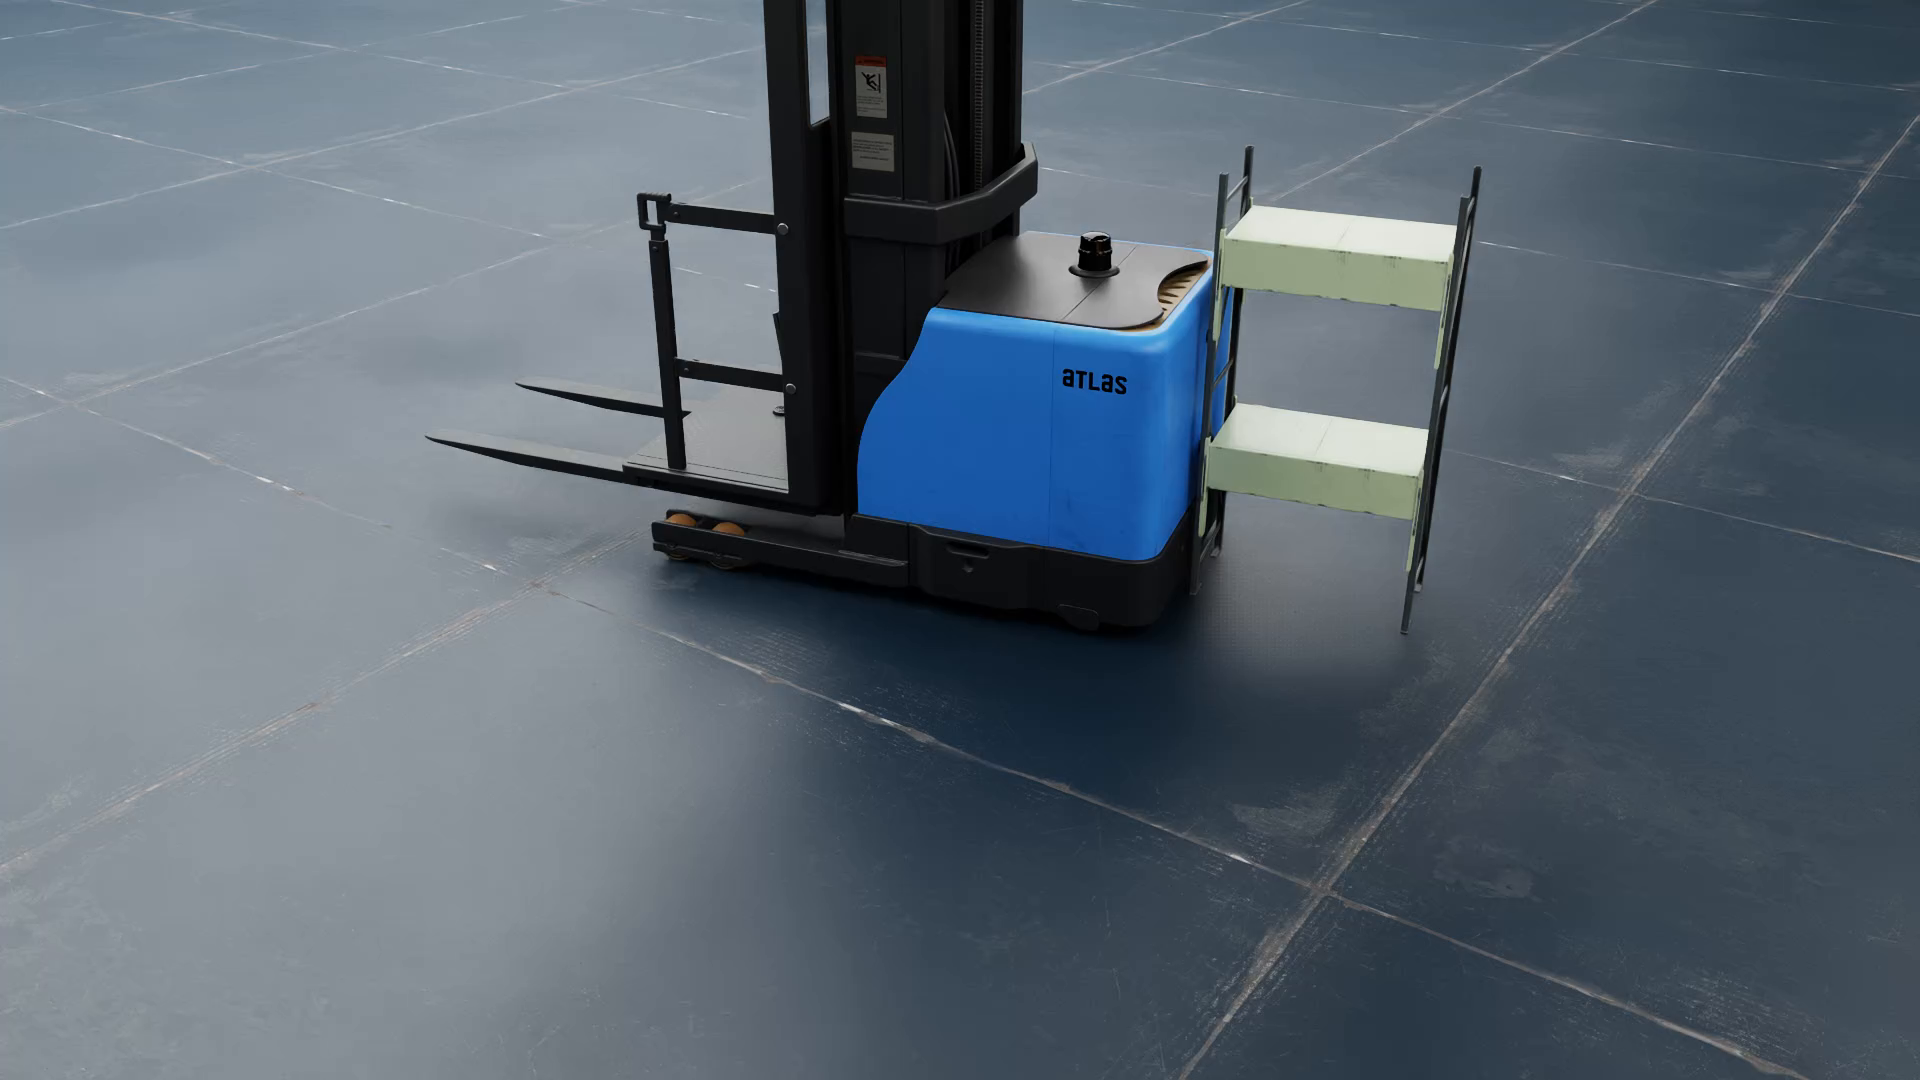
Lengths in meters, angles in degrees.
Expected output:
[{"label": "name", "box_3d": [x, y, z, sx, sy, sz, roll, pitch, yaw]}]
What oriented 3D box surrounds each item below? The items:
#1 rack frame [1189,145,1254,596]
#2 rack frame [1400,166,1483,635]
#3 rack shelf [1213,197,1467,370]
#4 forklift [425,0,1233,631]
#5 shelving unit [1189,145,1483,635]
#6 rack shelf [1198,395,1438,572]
[{"label": "rack frame", "box_3d": [0.892, -0.556, 5.689, 0.023, 1.500, 0.400, 10, 29, 19]}, {"label": "rack frame", "box_3d": [1.574, -0.435, 5.450, 0.023, 1.500, 0.400, 10, 29, 19]}, {"label": "rack shelf", "box_3d": [1.233, -0.843, 5.392, 0.720, 0.370, 0.431, 10, 29, 19]}, {"label": "forklift", "box_3d": [-0.587, -1.411, 5.790, 3.031, 2.935, 1.130, 10, 29, 19]}, {"label": "shelving unit", "box_3d": [1.233, -0.495, 5.570, 0.755, 1.500, 0.431, 10, 29, 19]}, {"label": "rack shelf", "box_3d": [1.233, -0.205, 5.717, 0.720, 0.370, 0.431, 10, 29, 19]}]
